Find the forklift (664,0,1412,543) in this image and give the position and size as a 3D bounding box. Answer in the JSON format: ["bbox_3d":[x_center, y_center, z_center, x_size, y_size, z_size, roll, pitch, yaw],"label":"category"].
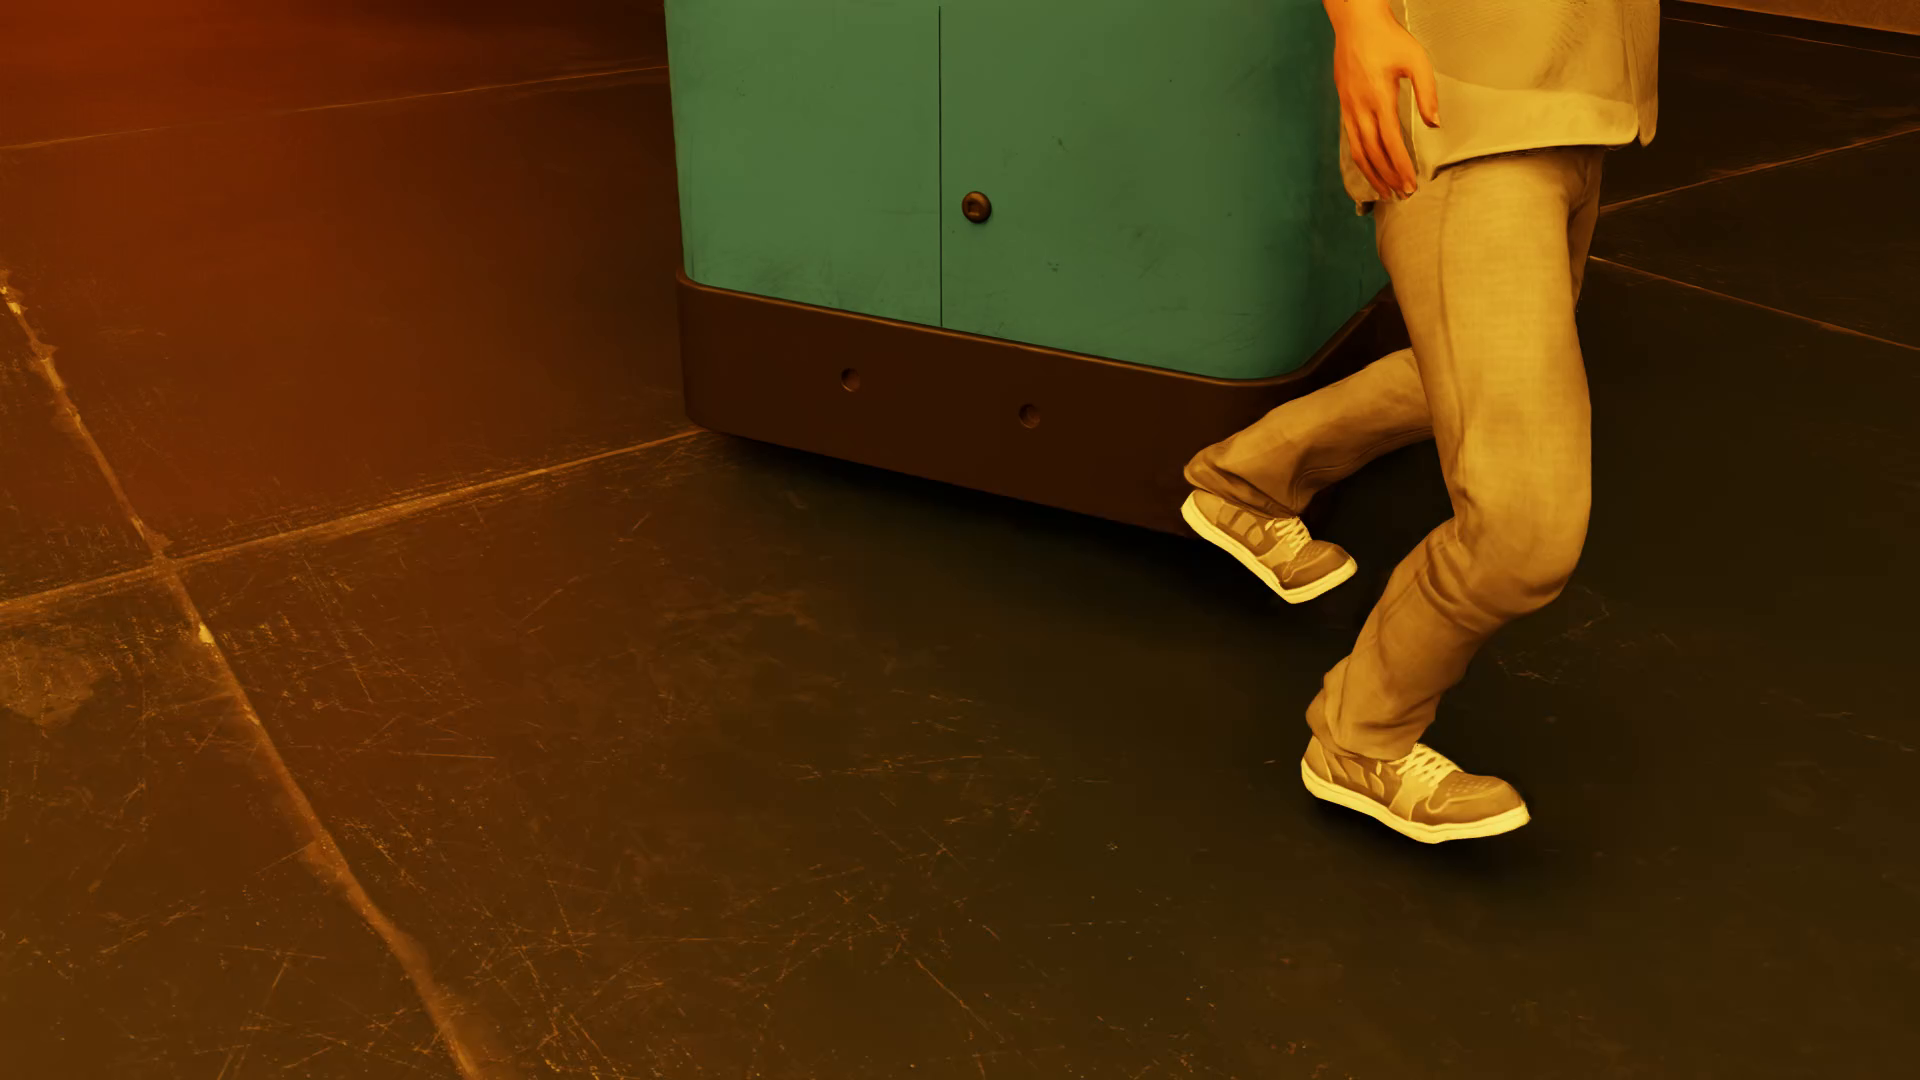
[{"bbox_3d":[0.686,-1.931,3.081,1.130,2.935,3.031,14,30,25],"label":"forklift"}]

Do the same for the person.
[{"bbox_3d":[0.460,-0.366,1.611,0.749,1.388,0.807,15,30,27],"label":"person"}]
